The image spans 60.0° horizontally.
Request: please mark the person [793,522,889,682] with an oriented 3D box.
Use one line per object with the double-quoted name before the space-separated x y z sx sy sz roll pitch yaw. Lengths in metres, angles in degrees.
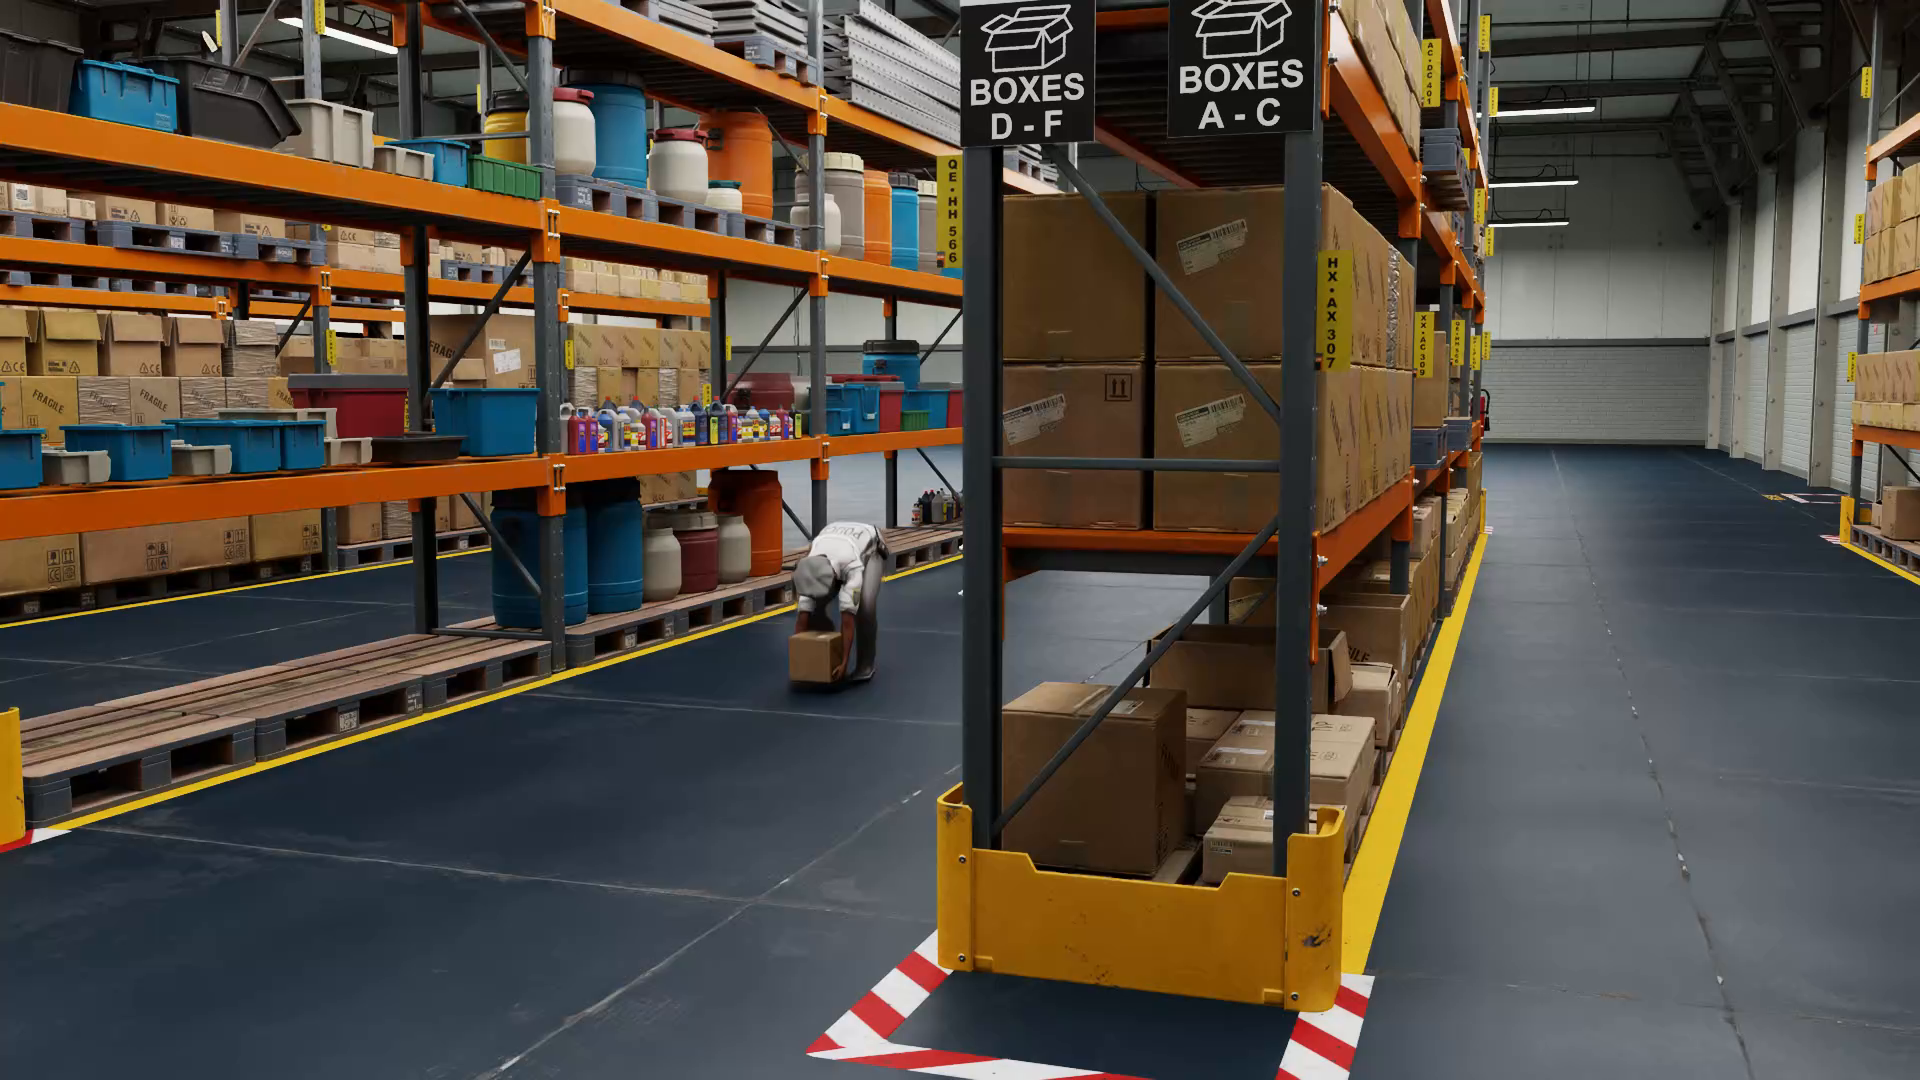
"person" -0.716 0.374 9.738 0.450 0.922 0.906 2 6 16
